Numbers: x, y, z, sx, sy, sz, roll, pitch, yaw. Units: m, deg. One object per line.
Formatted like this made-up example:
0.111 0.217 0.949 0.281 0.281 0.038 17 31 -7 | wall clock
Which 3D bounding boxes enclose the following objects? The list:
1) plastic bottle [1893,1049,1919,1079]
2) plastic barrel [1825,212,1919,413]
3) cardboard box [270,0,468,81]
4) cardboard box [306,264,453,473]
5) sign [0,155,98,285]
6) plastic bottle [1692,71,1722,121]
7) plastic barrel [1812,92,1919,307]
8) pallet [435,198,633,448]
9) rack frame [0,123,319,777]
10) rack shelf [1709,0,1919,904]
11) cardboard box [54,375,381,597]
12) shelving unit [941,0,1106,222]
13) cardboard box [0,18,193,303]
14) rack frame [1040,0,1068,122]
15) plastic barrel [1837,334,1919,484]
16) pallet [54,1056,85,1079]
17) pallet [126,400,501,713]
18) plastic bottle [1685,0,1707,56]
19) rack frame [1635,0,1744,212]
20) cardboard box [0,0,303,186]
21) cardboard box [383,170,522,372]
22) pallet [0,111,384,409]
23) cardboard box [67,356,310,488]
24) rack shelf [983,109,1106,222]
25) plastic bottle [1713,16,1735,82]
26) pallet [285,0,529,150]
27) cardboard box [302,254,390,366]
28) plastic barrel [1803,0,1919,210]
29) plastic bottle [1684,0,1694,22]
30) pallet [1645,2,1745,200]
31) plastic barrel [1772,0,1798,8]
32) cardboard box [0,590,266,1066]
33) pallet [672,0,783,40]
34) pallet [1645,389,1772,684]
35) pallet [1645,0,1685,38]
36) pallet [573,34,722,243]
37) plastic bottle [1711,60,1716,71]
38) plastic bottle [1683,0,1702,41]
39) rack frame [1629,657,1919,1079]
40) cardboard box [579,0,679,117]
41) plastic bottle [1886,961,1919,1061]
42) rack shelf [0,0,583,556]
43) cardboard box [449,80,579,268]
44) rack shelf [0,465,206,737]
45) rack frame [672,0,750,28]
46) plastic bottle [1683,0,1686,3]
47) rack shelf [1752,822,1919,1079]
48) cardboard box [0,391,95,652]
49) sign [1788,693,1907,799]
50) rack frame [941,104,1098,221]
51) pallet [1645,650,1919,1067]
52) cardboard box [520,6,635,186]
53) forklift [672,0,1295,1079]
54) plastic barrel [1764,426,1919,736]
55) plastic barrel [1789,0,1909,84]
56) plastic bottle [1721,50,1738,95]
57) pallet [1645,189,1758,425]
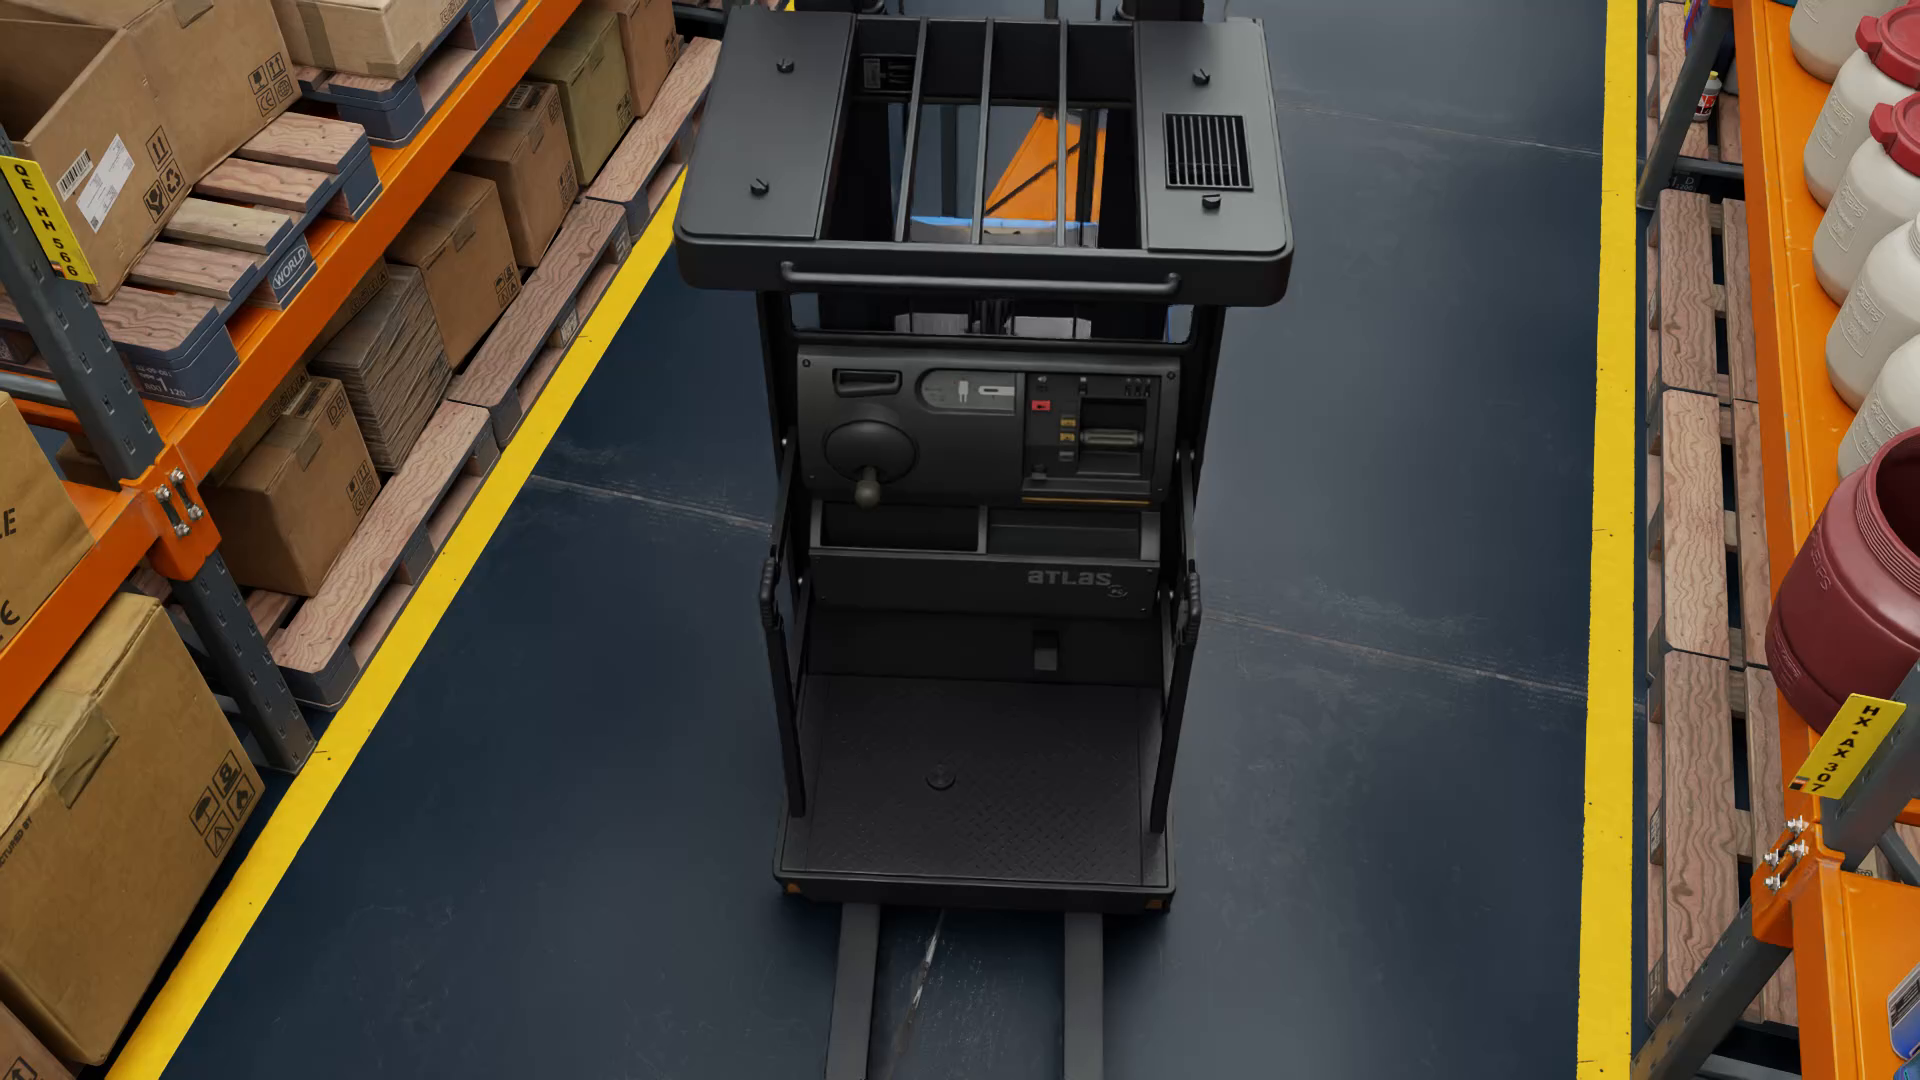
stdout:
1.795 0.938 3.007 0.097 0.271 0.097 0 49 0 | plastic bottle
2.453 -0.560 4.169 0.421 0.512 0.421 0 49 0 | plastic barrel
-1.837 -1.666 5.039 0.500 0.250 0.500 10 49 9 | cardboard box
-2.210 -0.620 5.671 0.700 0.500 0.500 8 49 7 | cardboard box
-1.964 -0.686 3.582 0.100 0.325 0.005 12 50 10 | sign
3.126 -1.869 6.972 0.097 0.201 0.097 0 49 0 | plastic bottle
2.560 -0.878 4.434 0.433 0.535 0.433 0 49 0 | plastic barrel
-1.970 -0.931 6.431 1.003 0.211 1.213 12 50 10 | pallet
-2.500 -0.410 4.111 1.000 3.000 0.127 12 50 10 | rack frame
2.804 -0.641 4.795 1.077 0.370 4.000 12 50 10 | rack shelf
-2.343 -0.217 5.314 0.700 0.500 0.500 9 49 8 | cardboard box
0.357 -1.269 5.870 0.587 1.500 1.083 16 51 14 | shelving unit
-2.397 -0.980 4.268 0.500 0.500 0.500 6 49 5 | cardboard box
0.543 -1.632 6.190 0.500 1.500 0.032 16 51 14 | rack frame
2.343 -0.255 3.900 0.421 0.512 0.421 0 49 0 | plastic barrel
-2.781 1.069 4.666 1.003 0.211 1.213 12 50 10 | pallet
-2.293 -0.052 5.655 1.003 0.211 1.213 12 50 10 | pallet
3.273 -2.256 7.214 0.144 0.351 0.185 9 49 8 | plastic bottle
3.331 -2.325 5.802 1.000 3.000 0.127 12 50 10 | rack frame
-2.346 -1.404 4.641 0.700 0.500 0.500 18 51 16 | cardboard box
-2.067 -1.032 6.034 0.700 0.500 0.500 15 50 13 | cardboard box
-2.416 -0.883 4.656 1.213 0.211 1.003 12 50 10 | pallet
-2.353 -0.467 5.035 0.500 0.250 0.500 13 50 12 | cardboard box
0.360 -1.157 6.011 0.538 0.185 1.000 16 51 14 | rack shelf
3.222 -2.117 7.091 0.144 0.351 0.185 10 49 9 | plastic bottle
-2.019 -1.786 5.454 1.003 0.211 1.213 12 50 10 | pallet
-2.223 -0.852 5.375 0.500 0.250 0.500 17 51 14 | cardboard box
2.674 -1.191 4.710 0.433 0.535 0.433 0 49 0 | plastic barrel
3.358 -2.490 7.420 0.144 0.351 0.185 11 50 10 | plastic bottle
3.548 -1.880 7.269 1.003 0.211 1.213 12 50 10 | pallet
2.937 -2.272 5.420 0.600 0.901 0.708 12 50 10 | plastic barrel
-2.702 0.650 4.313 1.225 0.875 0.875 9 49 8 | cardboard box
-1.305 -2.873 8.145 1.003 0.211 1.213 12 50 10 | pallet
2.842 0.058 5.558 1.003 0.211 1.213 12 50 10 | pallet
3.867 -2.765 8.050 1.003 0.211 1.213 12 50 10 | pallet
-1.651 -1.817 7.213 1.003 0.211 1.213 12 50 10 | pallet
3.139 -1.985 7.020 0.061 0.283 0.133 14 50 12 | plastic bottle
3.275 -2.360 7.350 0.061 0.283 0.133 15 50 13 | plastic bottle
2.278 0.568 3.248 1.000 3.000 0.127 12 50 10 | rack frame
-1.630 -2.181 7.048 0.700 0.500 0.500 8 49 7 | cardboard box
1.852 0.858 3.075 0.152 0.276 0.135 12 50 10 | plastic bottle
-1.974 -1.618 5.657 1.077 0.370 4.000 12 50 10 | rack shelf
-1.921 -1.435 6.390 0.700 0.500 0.500 8 49 7 | cardboard box
-3.027 1.275 3.104 1.077 0.370 4.000 12 50 10 | rack shelf
-1.448 -3.303 6.664 1.000 3.000 0.127 12 50 10 | rack frame
3.404 -2.582 7.551 0.152 0.276 0.135 12 50 11 | plastic bottle
1.751 2.253 2.241 1.077 0.370 4.000 12 50 10 | rack shelf
-2.391 -0.037 3.715 0.500 0.500 0.500 13 50 11 | cardboard box
1.745 0.410 3.278 0.100 0.325 0.005 12 50 10 | sign
0.178 -0.920 5.562 0.500 1.500 0.032 16 51 14 | rack frame
2.519 0.938 4.781 1.003 0.211 1.213 12 50 10 | pallet
-1.774 -1.840 6.747 0.700 0.500 0.500 11 50 10 | cardboard box
0.058 -0.165 3.941 1.130 2.935 3.031 2 49 2 | forklift
2.108 0.127 3.546 0.600 0.536 0.708 12 50 10 | plastic barrel
2.867 -1.722 5.178 0.433 0.535 0.433 0 49 0 | plastic barrel
3.361 -2.089 7.066 0.144 0.351 0.185 12 50 10 | plastic bottle
3.161 -0.827 6.339 1.003 0.211 1.213 12 50 10 | pallet
